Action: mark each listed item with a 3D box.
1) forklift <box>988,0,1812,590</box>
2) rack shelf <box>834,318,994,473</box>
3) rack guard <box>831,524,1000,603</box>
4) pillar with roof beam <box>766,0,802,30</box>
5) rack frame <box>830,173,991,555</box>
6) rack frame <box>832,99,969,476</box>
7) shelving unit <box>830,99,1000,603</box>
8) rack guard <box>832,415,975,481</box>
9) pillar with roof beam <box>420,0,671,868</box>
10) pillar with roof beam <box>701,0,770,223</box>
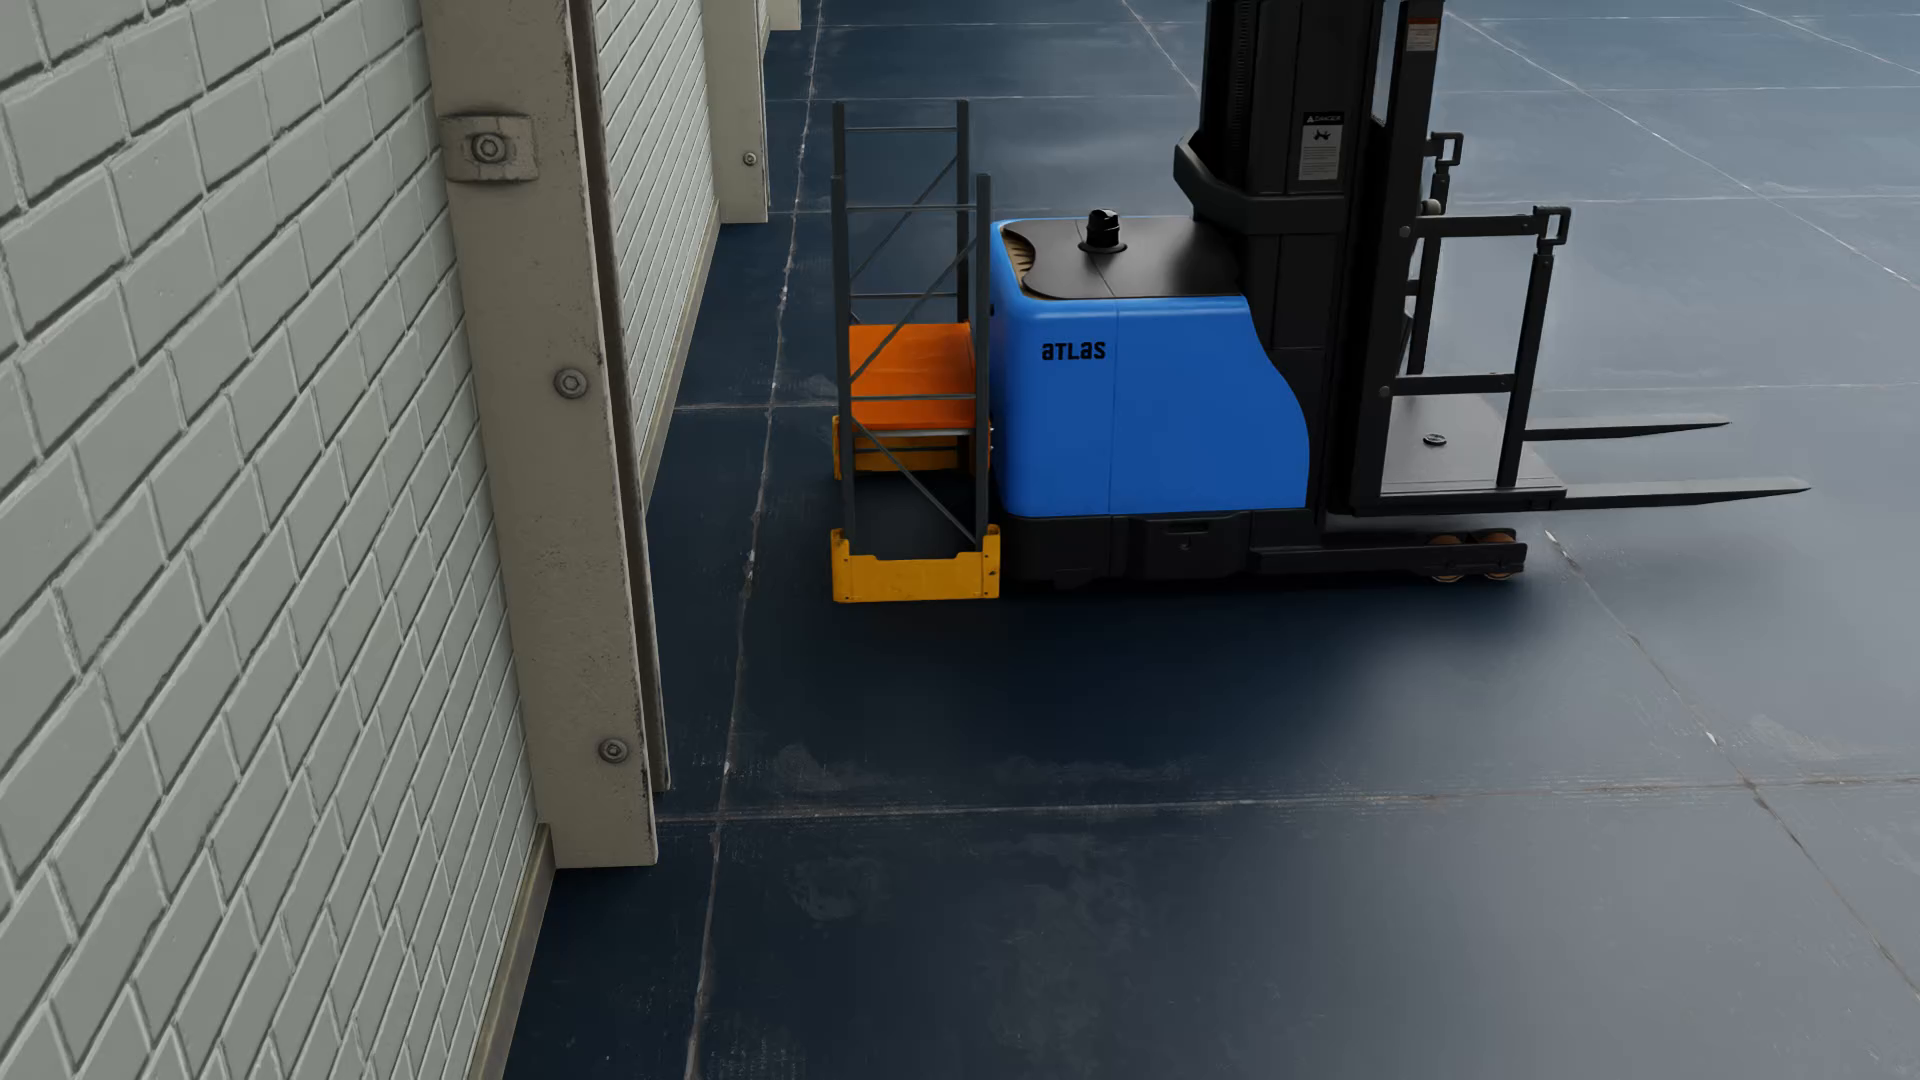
[{"bbox_3d":[1.610,-1.390,5.745,3.031,2.935,1.130,-2,28,-4],"label":"forklift"},{"bbox_3d":[-0.185,-0.546,6.064,0.538,0.185,1.000,-2,28,-3],"label":"rack shelf"},{"bbox_3d":[-0.154,0.083,5.821,0.587,0.250,0.087,-2,28,-3],"label":"rack guard"},{"bbox_3d":[2.677,-8.835,13.459,9.100,9.000,0.400,-1,28,-3],"label":"pillar with roof beam"},{"bbox_3d":[-0.154,-0.471,5.531,0.500,1.500,0.032,-2,28,-3],"label":"rack frame"},{"bbox_3d":[-0.217,-0.940,6.431,0.500,1.500,0.032,-2,28,-3],"label":"rack frame"},{"bbox_3d":[-0.185,-0.701,5.973,0.587,1.500,1.083,-2,28,-3],"label":"shelving unit"},{"bbox_3d":[-0.216,-0.377,6.702,0.587,0.250,0.087,-2,28,-3],"label":"rack guard"},{"bbox_3d":[3.303,-3.294,2.834,9.100,9.000,0.400,-1,28,-3],"label":"pillar with roof beam"},{"bbox_3d":[2.990,-6.065,8.147,9.100,9.000,0.400,-1,28,-3],"label":"pillar with roof beam"}]
